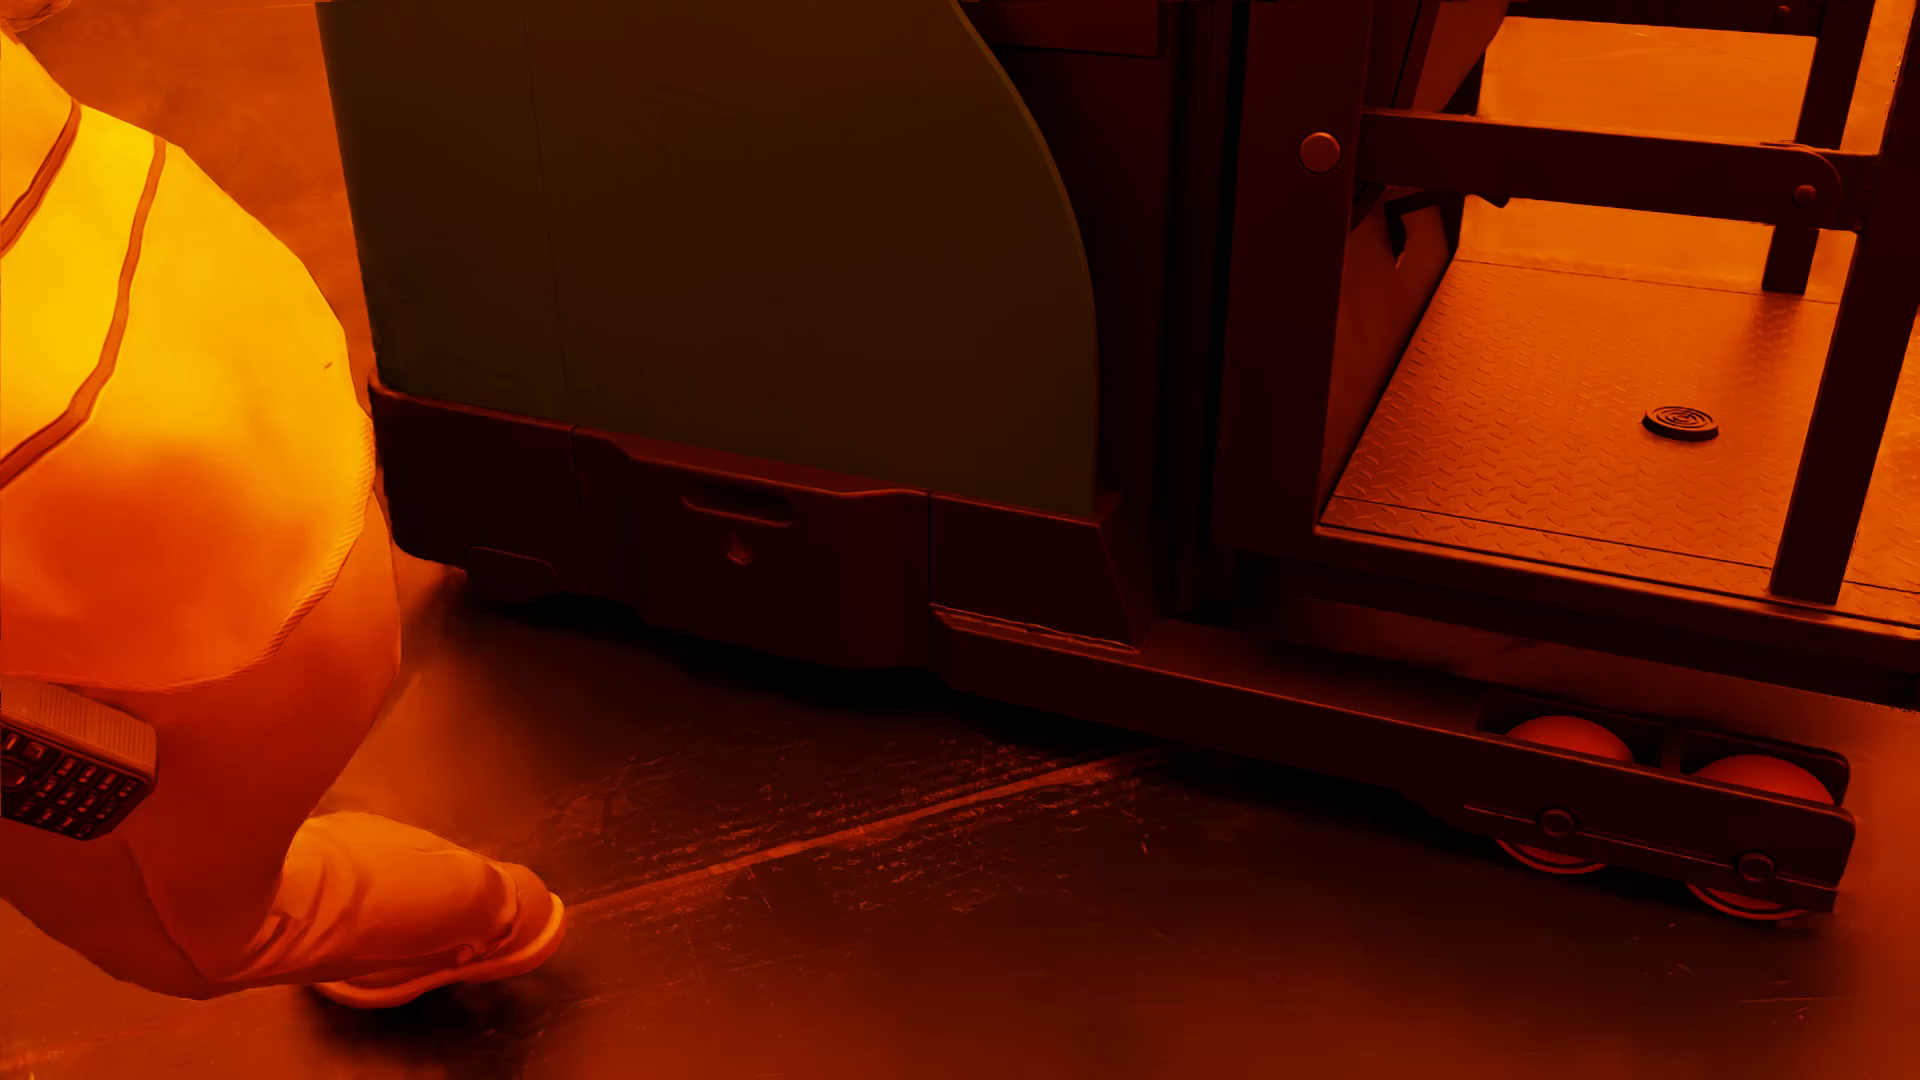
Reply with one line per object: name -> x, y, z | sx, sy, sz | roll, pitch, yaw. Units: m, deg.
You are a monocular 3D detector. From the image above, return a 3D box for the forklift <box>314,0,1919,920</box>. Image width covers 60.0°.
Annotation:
forklift -> 0.762, -1.186, 1.600 | 3.031, 2.935, 1.130 | 11, 29, 20

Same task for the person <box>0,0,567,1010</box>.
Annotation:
person -> -0.756, -0.033, 0.969 | 0.886, 1.429, 0.910 | -5, 28, -10
